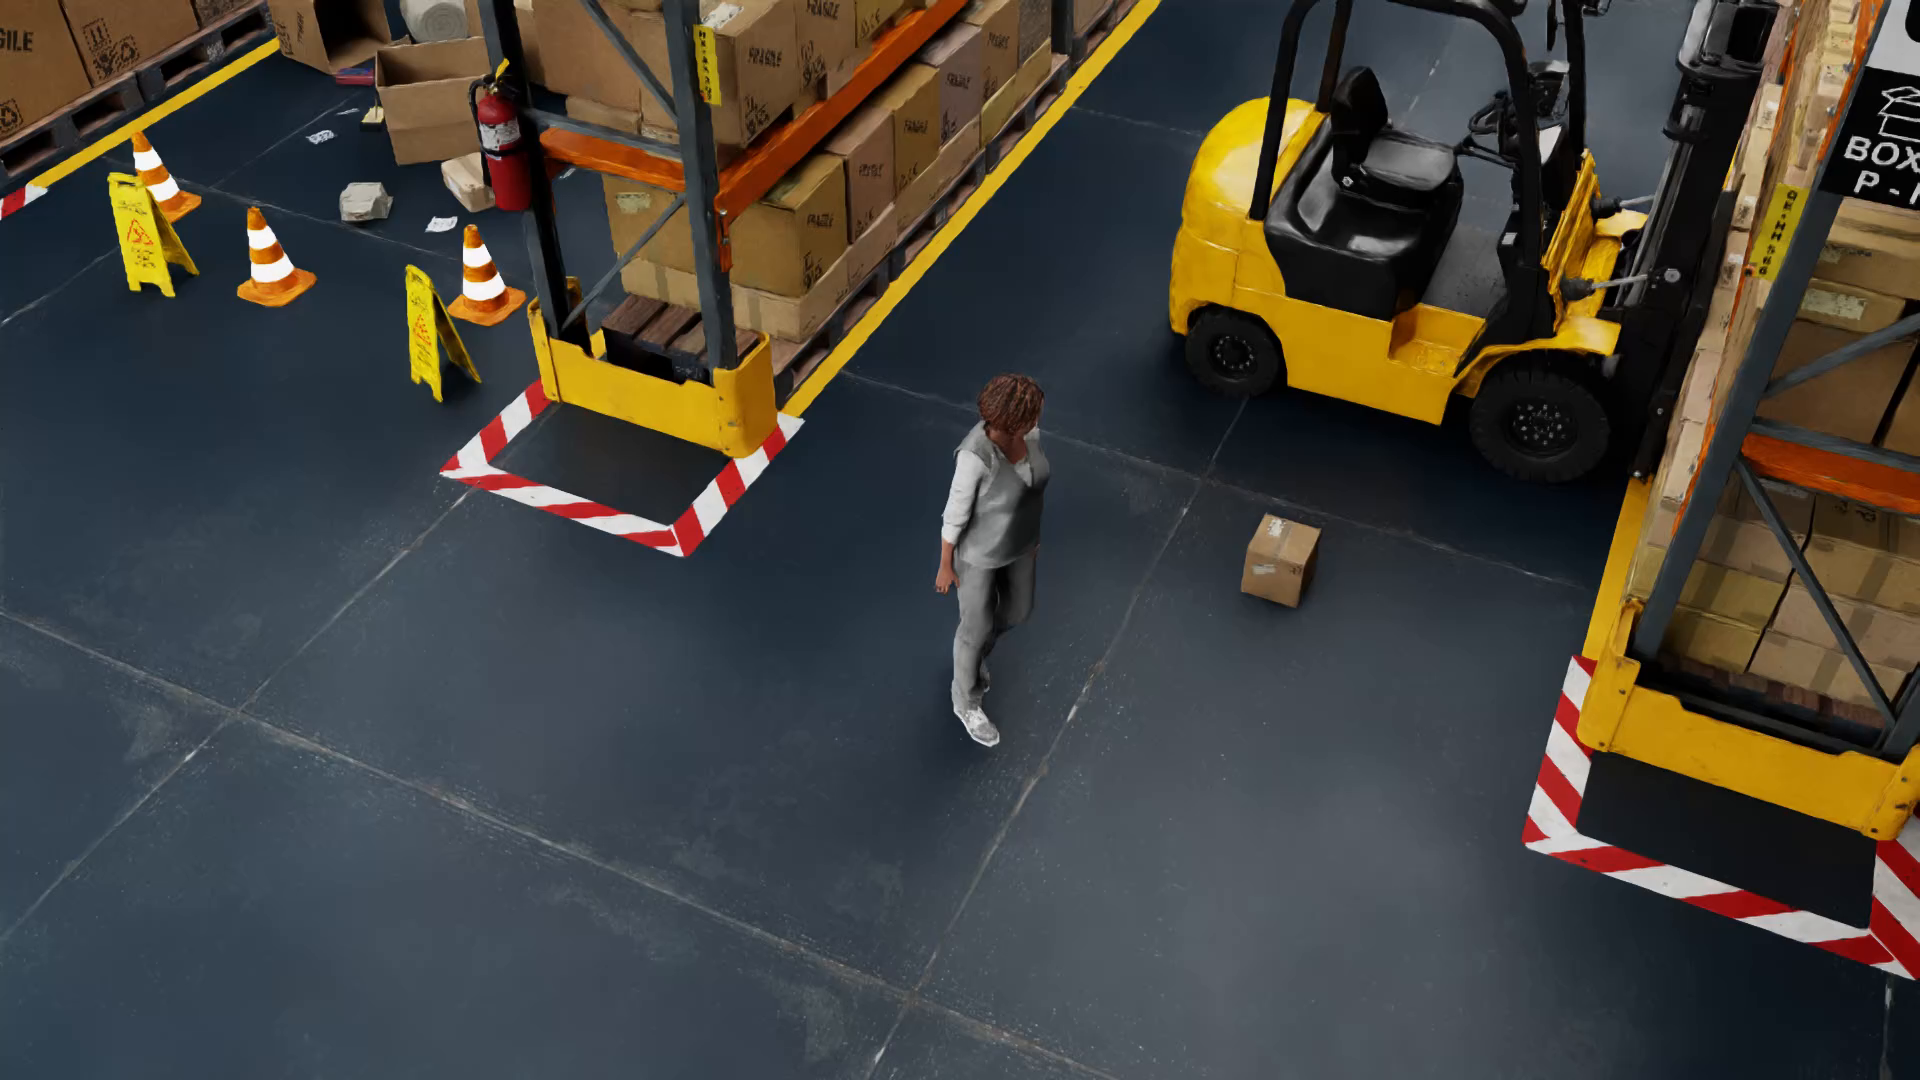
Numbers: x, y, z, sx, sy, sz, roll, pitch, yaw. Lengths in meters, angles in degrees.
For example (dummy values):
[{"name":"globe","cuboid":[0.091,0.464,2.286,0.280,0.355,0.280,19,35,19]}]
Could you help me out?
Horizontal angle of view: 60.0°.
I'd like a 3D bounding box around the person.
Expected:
[{"name":"person","cuboid":[0.117,0.030,6.150,0.440,1.580,0.485,33,52,31]}]
